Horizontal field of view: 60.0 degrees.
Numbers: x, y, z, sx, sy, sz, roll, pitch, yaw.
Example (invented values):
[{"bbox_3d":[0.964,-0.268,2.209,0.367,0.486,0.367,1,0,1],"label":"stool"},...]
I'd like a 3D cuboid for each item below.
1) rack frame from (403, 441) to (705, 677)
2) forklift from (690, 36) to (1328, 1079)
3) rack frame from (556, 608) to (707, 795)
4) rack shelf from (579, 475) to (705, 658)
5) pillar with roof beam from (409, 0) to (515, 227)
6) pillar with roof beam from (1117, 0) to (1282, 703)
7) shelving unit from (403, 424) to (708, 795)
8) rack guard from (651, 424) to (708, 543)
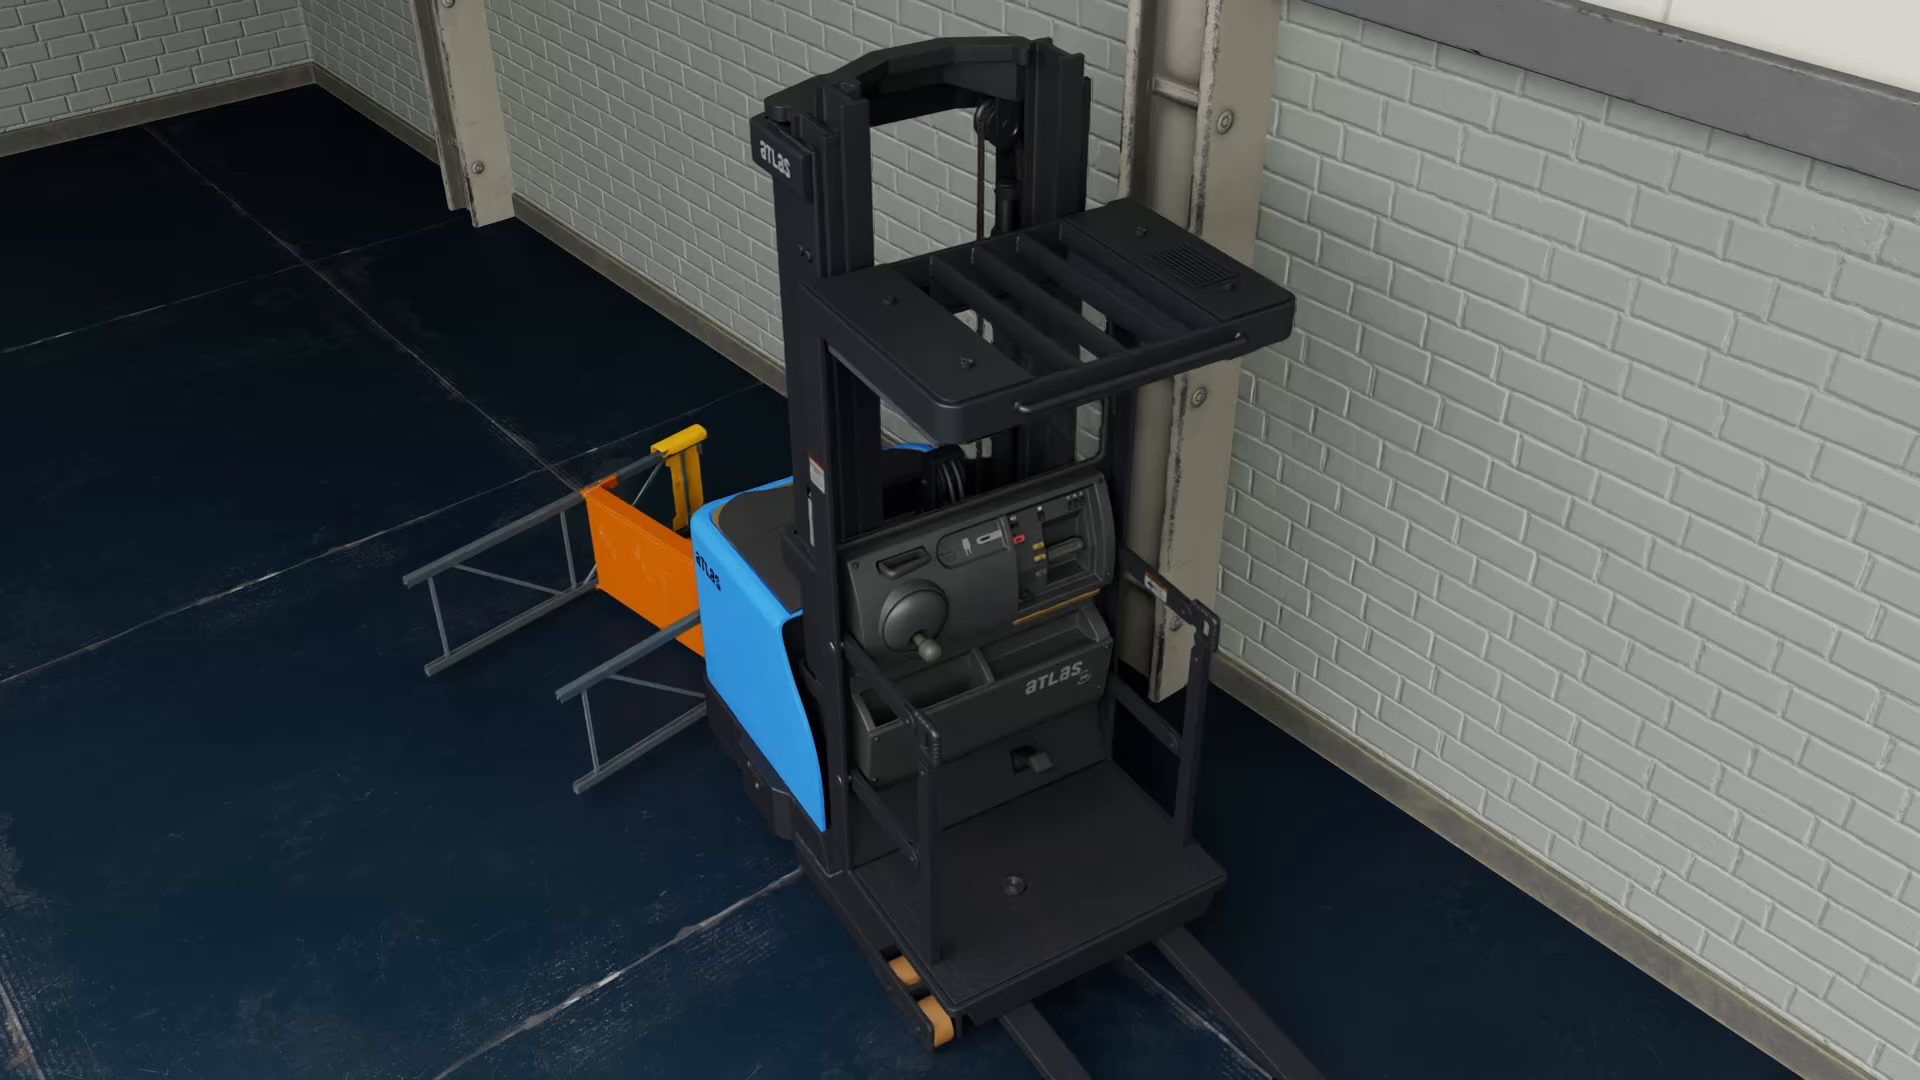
[{"bbox_3d":[-1.685,0.038,7.166,0.032,0.500,1.500,28,44,34],"label":"rack frame"},{"bbox_3d":[0.192,0.145,5.009,1.130,2.935,3.031,-19,40,-25],"label":"forklift"},{"bbox_3d":[-0.941,0.438,6.601,0.032,0.500,1.500,28,44,34],"label":"rack frame"},{"bbox_3d":[-1.191,0.162,6.991,1.000,0.538,0.185,28,44,34],"label":"rack shelf"},{"bbox_3d":[-6.368,-4.192,5.883,9.100,9.000,0.400,-26,43,-32],"label":"pillar with roof beam"},{"bbox_3d":[-2.496,-1.543,2.143,9.100,9.000,0.400,-26,43,-32],"label":"pillar with roof beam"},{"bbox_3d":[-1.307,0.242,6.878,1.083,0.587,1.500,28,44,34],"label":"shelving unit"},{"bbox_3d":[-1.245,-0.219,7.528,0.087,0.587,0.250,28,44,34],"label":"rack guard"}]
